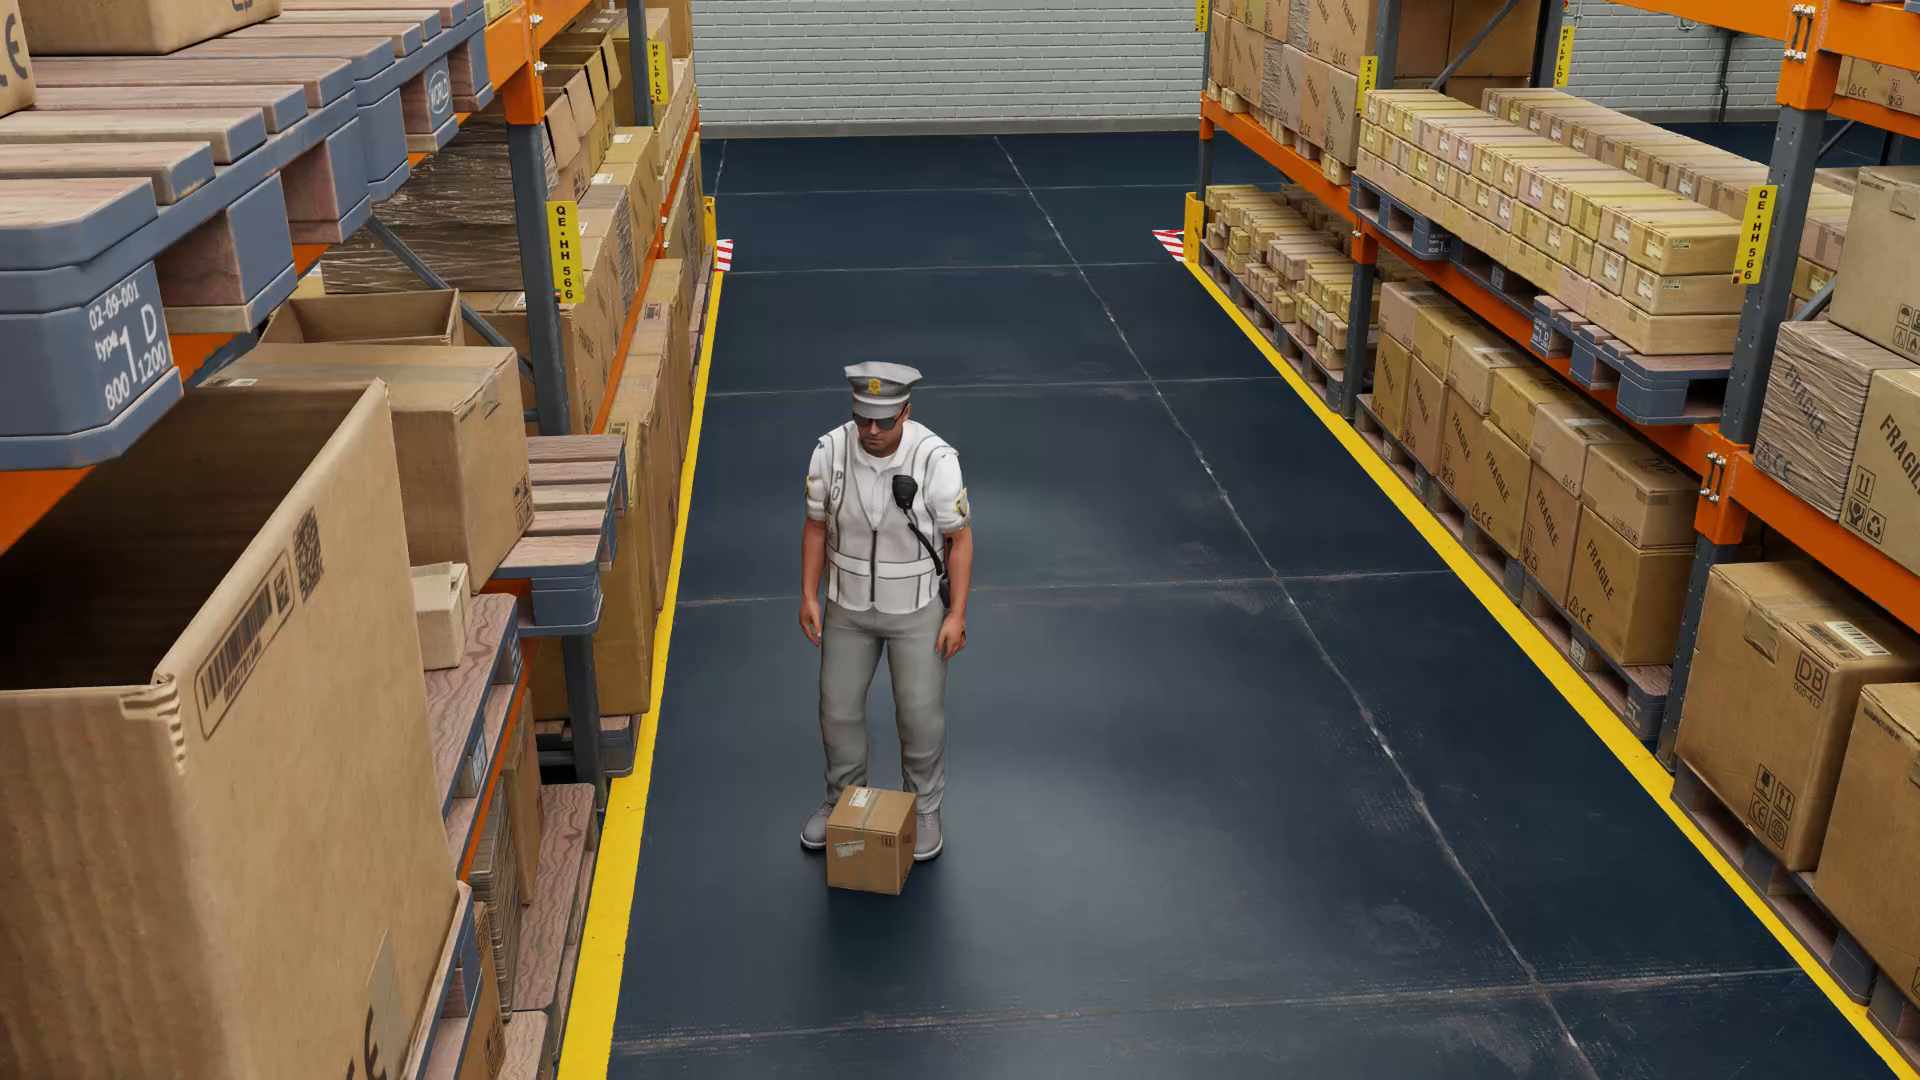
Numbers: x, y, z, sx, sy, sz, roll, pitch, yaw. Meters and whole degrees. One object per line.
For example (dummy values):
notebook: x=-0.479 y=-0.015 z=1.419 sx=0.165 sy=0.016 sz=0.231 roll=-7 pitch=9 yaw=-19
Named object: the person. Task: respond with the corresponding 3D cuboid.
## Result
person: x=-0.250 y=0.220 z=5.587 sx=0.585 sy=1.747 sz=0.439 roll=5 pitch=24 yaw=11
